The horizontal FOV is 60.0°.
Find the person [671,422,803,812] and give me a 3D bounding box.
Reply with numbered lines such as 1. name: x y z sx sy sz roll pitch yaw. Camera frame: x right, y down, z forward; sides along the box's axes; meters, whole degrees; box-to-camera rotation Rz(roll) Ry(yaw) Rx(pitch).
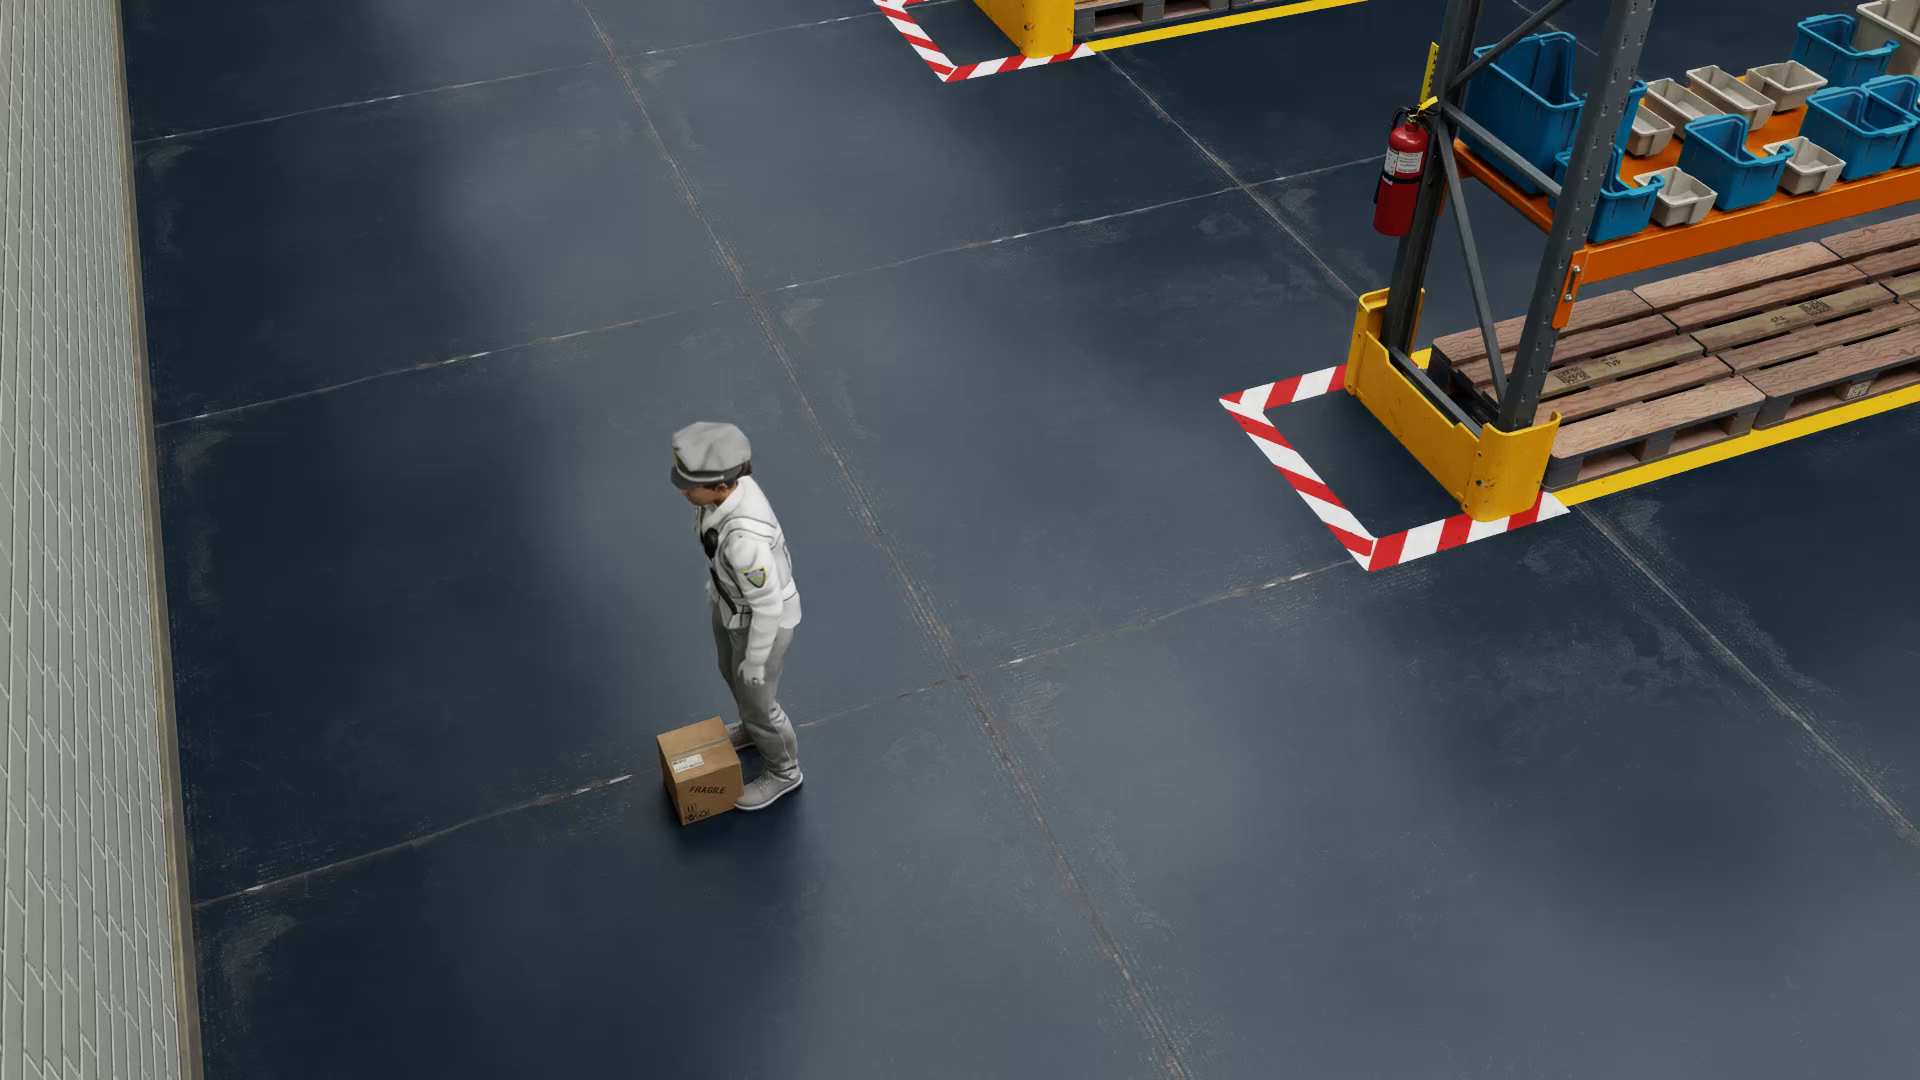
1. person: -0.757 0.273 5.853 0.372 1.664 0.528 -15 44 -16
